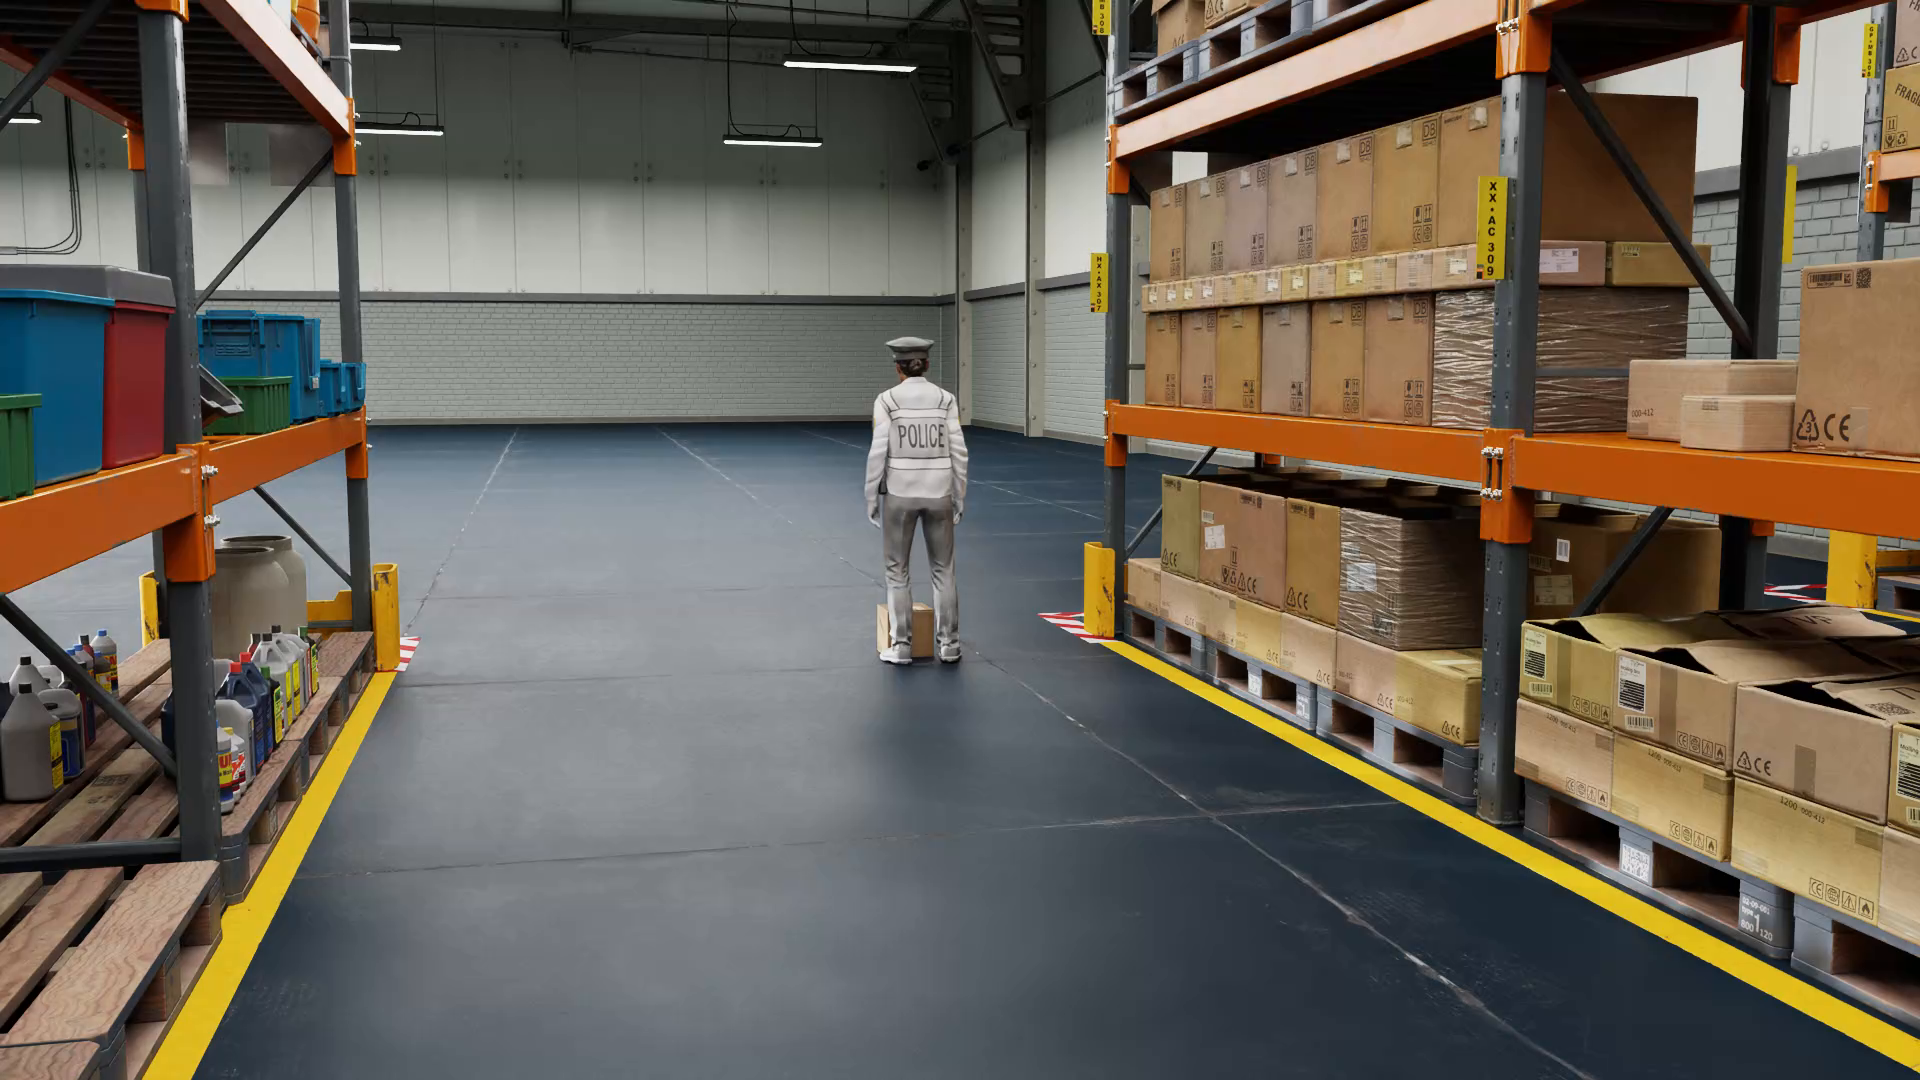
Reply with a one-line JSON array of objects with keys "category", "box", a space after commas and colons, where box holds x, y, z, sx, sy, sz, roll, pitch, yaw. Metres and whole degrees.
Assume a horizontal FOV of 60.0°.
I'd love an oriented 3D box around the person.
[{"category": "person", "box": [-0.221, -0.200, 8.491, 0.529, 1.663, 0.371, -1, 6, -13]}]
